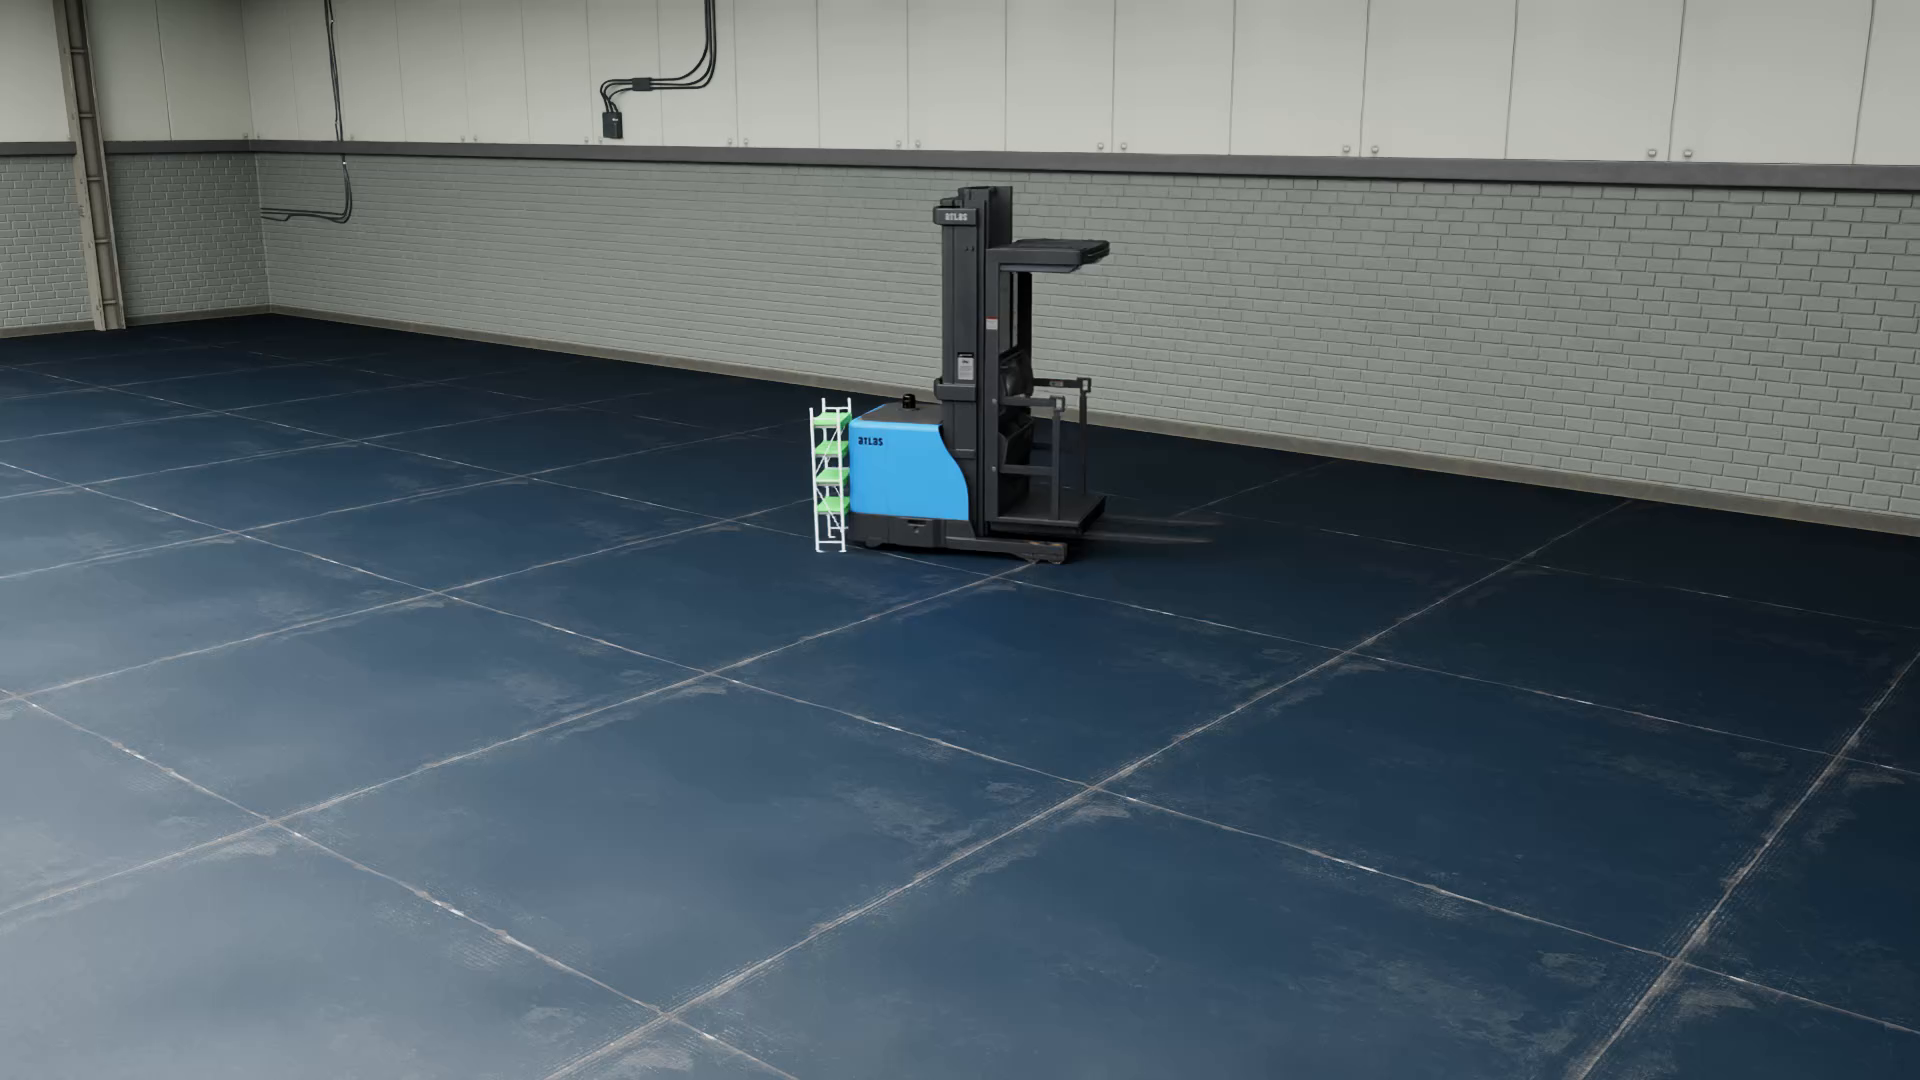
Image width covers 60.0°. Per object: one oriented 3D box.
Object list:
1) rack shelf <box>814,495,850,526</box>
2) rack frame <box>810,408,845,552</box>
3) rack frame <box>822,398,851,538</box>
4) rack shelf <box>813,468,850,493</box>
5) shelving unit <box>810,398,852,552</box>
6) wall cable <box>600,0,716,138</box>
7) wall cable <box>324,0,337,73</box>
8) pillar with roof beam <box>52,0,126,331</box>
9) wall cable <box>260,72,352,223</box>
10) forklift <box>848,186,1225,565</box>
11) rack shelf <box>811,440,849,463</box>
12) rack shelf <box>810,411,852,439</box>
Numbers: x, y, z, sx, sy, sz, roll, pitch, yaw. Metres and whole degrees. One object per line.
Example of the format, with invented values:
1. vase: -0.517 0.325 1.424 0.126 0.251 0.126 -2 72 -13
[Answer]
1. rack shelf: -1.043 -0.249 13.886 0.258 0.148 0.480 0 14 7
2. rack frame: -1.080 -0.484 13.578 0.240 1.200 0.015 0 14 7
3. rack frame: -1.019 -0.603 14.047 0.240 1.200 0.015 0 14 7
4. rack shelf: -1.048 -0.482 13.828 0.258 0.148 0.480 0 14 7
5. shelving unit: -1.050 -0.543 13.812 0.258 1.200 0.503 0 14 7
6. wall cable: -4.178 -8.484 22.335 2.305 6.003 0.169 11 18 38
7. wall cable: -9.447 -8.832 26.662 3.097 2.526 0.112 11 18 38
8. pillar with roof beam: -11.083 -7.282 24.511 9.100 9.000 0.400 11 18 38
9. wall cable: -11.552 -6.803 28.931 3.097 2.526 0.112 11 18 38
10. forklift: 0.647 -1.368 13.557 3.031 2.935 1.130 4 15 16
11. rack shelf: -1.054 -0.714 13.770 0.258 0.148 0.480 0 14 7
12. rack shelf: -1.059 -0.947 13.711 0.258 0.148 0.480 0 14 7
